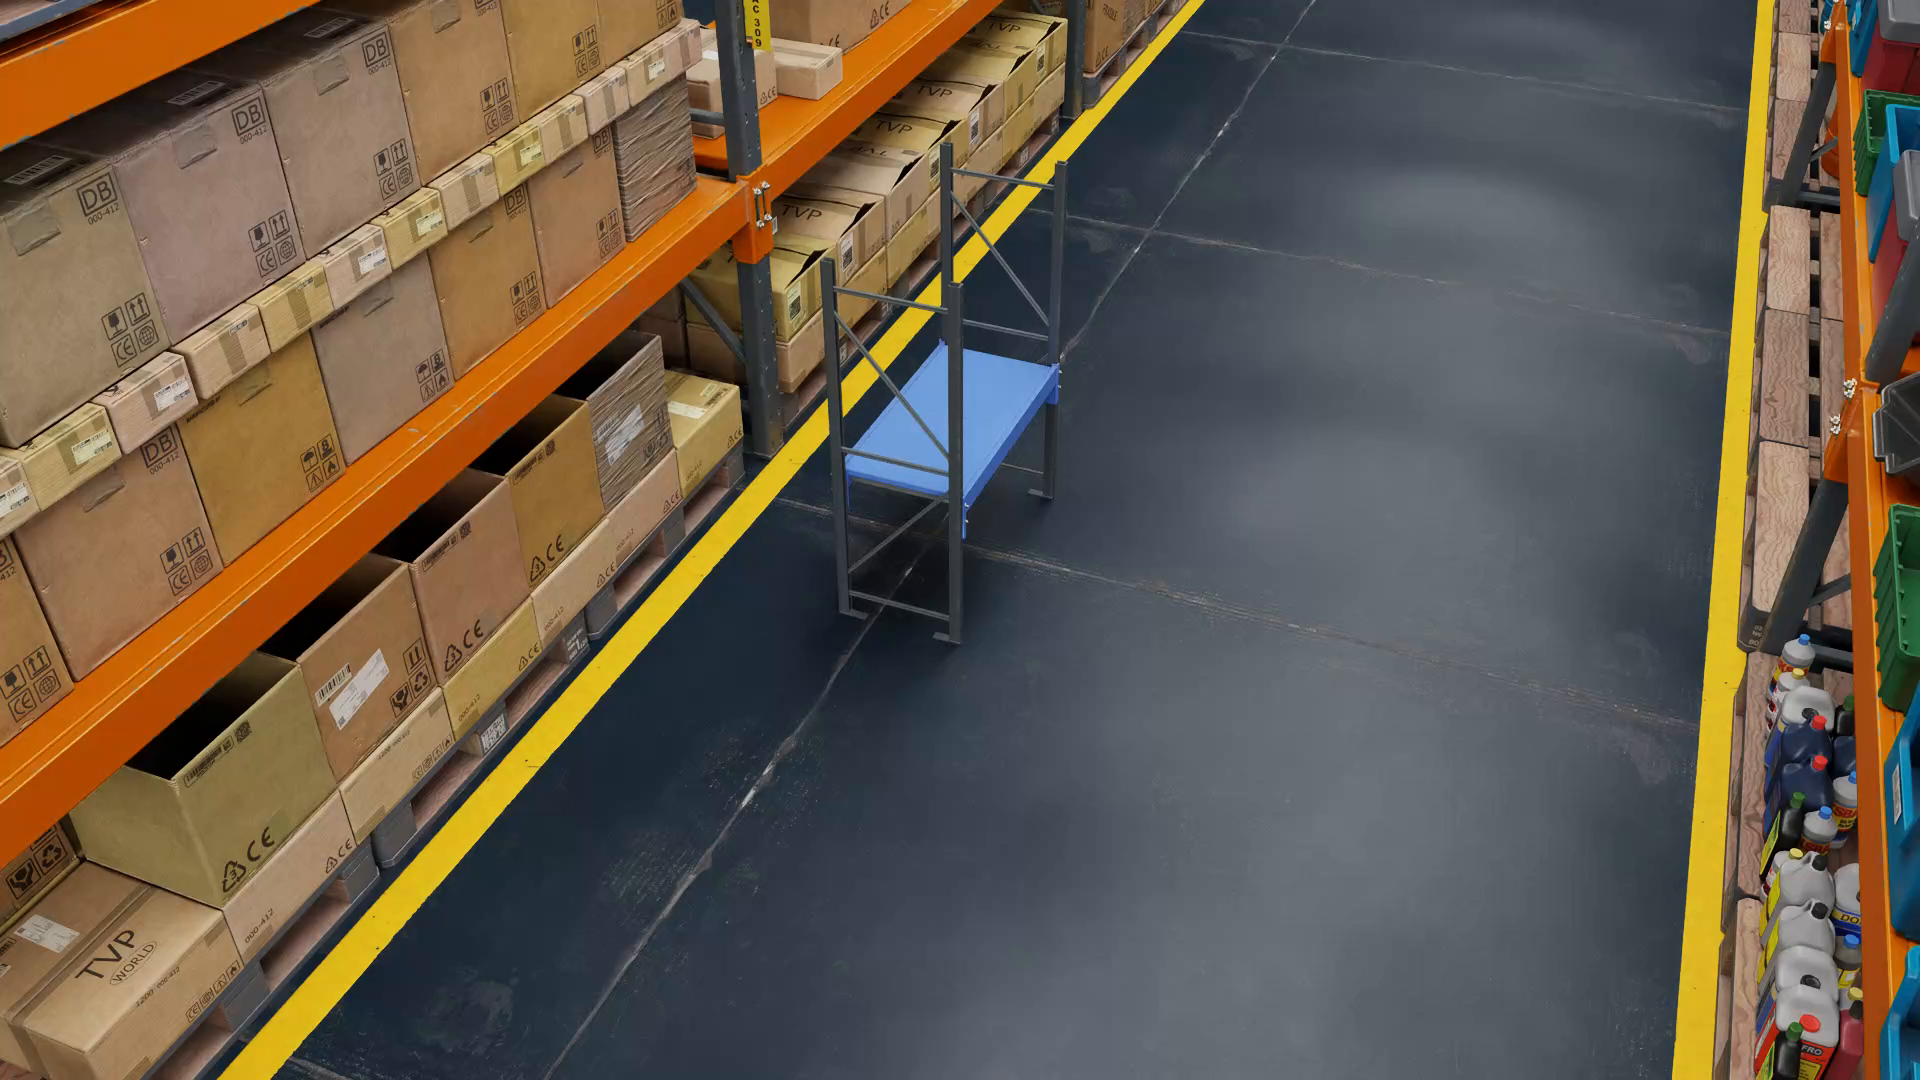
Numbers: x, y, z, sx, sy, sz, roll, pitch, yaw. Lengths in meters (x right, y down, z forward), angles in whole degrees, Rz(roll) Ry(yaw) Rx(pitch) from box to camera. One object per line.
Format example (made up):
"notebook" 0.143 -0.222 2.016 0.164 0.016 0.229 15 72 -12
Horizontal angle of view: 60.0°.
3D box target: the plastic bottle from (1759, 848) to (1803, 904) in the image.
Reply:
"plastic bottle" 2.430 0.989 4.891 0.097 0.201 0.097 0 37 0

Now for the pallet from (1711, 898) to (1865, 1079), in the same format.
"pallet" 2.566 1.593 4.442 1.003 0.211 1.213 14 39 18

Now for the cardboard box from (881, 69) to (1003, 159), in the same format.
"cardboard box" -0.093 -2.286 8.781 0.500 0.311 0.500 14 39 17

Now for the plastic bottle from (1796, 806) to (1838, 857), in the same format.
"plastic bottle" 2.538 0.900 4.952 0.097 0.271 0.097 0 37 0

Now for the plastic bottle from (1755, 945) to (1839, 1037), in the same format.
"plastic bottle" 2.268 1.239 4.495 0.152 0.276 0.135 13 39 16

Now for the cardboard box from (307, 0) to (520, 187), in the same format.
"cardboard box" -1.802 -1.450 5.017 0.700 0.500 0.500 14 39 18

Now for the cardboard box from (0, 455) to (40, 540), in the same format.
"cardboard box" -2.333 -0.094 3.746 0.380 0.149 0.250 13 39 17

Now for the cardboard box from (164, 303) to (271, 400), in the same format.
"cardboard box" -2.039 -0.520 4.314 0.380 0.149 0.250 13 39 16

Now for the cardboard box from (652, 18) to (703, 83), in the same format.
"cardboard box" -1.162 -1.795 6.020 0.380 0.149 0.250 14 39 18

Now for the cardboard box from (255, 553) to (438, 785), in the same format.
"cardboard box" -2.002 0.350 5.096 0.500 0.500 0.500 14 39 18

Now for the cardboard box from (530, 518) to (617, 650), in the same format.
"cardboard box" -1.607 0.100 6.056 0.500 0.250 0.500 14 39 18

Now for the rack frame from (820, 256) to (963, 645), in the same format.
"rack frame" -0.226 -0.272 5.861 0.500 1.500 0.032 14 39 18

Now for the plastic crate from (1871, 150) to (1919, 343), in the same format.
"plastic crate" 3.224 -0.927 5.432 0.402 0.464 0.583 14 39 18

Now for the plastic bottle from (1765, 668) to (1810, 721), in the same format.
"plastic bottle" 2.757 0.514 5.527 0.097 0.201 0.097 0 37 0

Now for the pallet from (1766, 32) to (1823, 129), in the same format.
"pallet" 5.571 -2.781 10.294 1.003 0.211 1.213 14 39 18

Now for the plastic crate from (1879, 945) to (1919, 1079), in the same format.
"plastic crate" 1.967 1.007 3.022 0.499 0.251 0.408 14 39 18

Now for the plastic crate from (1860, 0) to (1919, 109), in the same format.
"plastic crate" 3.947 -1.979 6.839 0.402 0.464 0.583 14 39 18

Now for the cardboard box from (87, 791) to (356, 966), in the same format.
"cardboard box" -2.182 0.930 4.947 0.500 0.250 0.500 14 39 18

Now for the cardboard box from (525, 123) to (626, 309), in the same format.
"cardboard box" -1.615 -1.194 5.758 0.700 0.500 0.500 13 39 17

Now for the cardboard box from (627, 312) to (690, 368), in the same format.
"cardboard box" -1.367 -1.057 7.604 0.500 0.250 0.500 13 39 17

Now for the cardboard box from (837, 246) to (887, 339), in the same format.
"cardboard box" -0.679 -1.211 7.810 0.500 0.250 0.500 15 39 19

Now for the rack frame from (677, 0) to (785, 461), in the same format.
"rack frame" -1.257 -1.694 6.511 1.000 3.000 0.127 14 39 18

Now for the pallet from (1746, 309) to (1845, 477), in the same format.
"pallet" 4.048 -0.568 7.334 1.003 0.211 1.213 14 39 18

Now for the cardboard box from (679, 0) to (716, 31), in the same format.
"cardboard box" -1.092 -2.169 7.259 0.396 0.266 0.258 13 39 17

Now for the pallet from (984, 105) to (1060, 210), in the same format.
"pallet" -0.084 -2.345 9.711 1.003 0.211 1.213 14 39 18

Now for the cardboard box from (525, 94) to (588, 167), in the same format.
"cardboard box" -1.455 -1.367 5.448 0.380 0.149 0.250 14 39 18

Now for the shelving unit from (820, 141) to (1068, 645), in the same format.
"shelving unit" -0.032 -0.554 6.238 0.538 1.500 1.048 14 39 18

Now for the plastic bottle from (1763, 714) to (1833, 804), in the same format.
"plastic bottle" 2.632 0.673 5.189 0.144 0.351 0.185 15 39 19

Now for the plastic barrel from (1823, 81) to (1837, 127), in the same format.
"plastic barrel" 5.147 -2.558 9.394 0.421 0.512 0.421 0 37 0

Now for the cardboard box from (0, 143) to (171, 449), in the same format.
"cardboard box" -2.374 -0.617 3.902 0.700 0.500 0.500 13 39 17

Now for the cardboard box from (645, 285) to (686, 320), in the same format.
"cardboard box" -1.368 -1.275 7.428 0.500 0.311 0.500 14 39 18

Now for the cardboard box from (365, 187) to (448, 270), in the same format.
"cardboard box" -1.745 -0.944 4.883 0.380 0.149 0.250 15 39 19

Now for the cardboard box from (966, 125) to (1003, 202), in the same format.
"cardboard box" -0.097 -2.065 8.953 0.500 0.250 0.500 15 39 19

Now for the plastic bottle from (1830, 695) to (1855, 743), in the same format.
"plastic bottle" 2.797 0.634 5.298 0.061 0.283 0.133 14 39 18

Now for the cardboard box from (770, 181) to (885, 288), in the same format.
"cardboard box" -0.674 -1.434 7.640 0.500 0.311 0.500 13 39 17

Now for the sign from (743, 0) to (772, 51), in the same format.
"sign" -0.743 -1.947 6.060 0.100 0.325 0.005 14 39 18

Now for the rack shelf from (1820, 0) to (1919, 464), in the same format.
"rack shelf" 4.083 -1.383 6.696 1.077 0.370 4.000 14 39 18

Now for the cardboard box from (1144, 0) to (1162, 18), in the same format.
"cardboard box" 1.092 -3.839 11.100 0.500 0.500 0.500 13 39 17

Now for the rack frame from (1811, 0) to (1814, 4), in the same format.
"rack frame" 6.366 -4.993 10.925 1.000 3.000 0.127 14 39 18

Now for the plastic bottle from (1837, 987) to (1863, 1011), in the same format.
"plastic bottle" 2.390 1.287 4.493 0.097 0.201 0.097 0 37 0

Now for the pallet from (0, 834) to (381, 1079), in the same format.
"pallet" -2.527 1.204 4.962 1.003 0.211 1.213 14 39 18

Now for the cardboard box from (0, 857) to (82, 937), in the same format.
"cardboard box" -2.848 1.089 4.733 0.500 0.250 0.500 14 39 18

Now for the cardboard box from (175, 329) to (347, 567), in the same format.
"cardboard box" -2.200 -0.341 4.617 0.700 0.500 0.500 14 39 18

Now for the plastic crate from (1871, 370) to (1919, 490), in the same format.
"plastic crate" 3.006 -0.278 4.668 0.767 0.338 0.504 14 39 18

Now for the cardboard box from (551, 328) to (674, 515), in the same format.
"cardboard box" -1.432 -0.481 6.207 0.500 0.500 0.500 14 39 18
